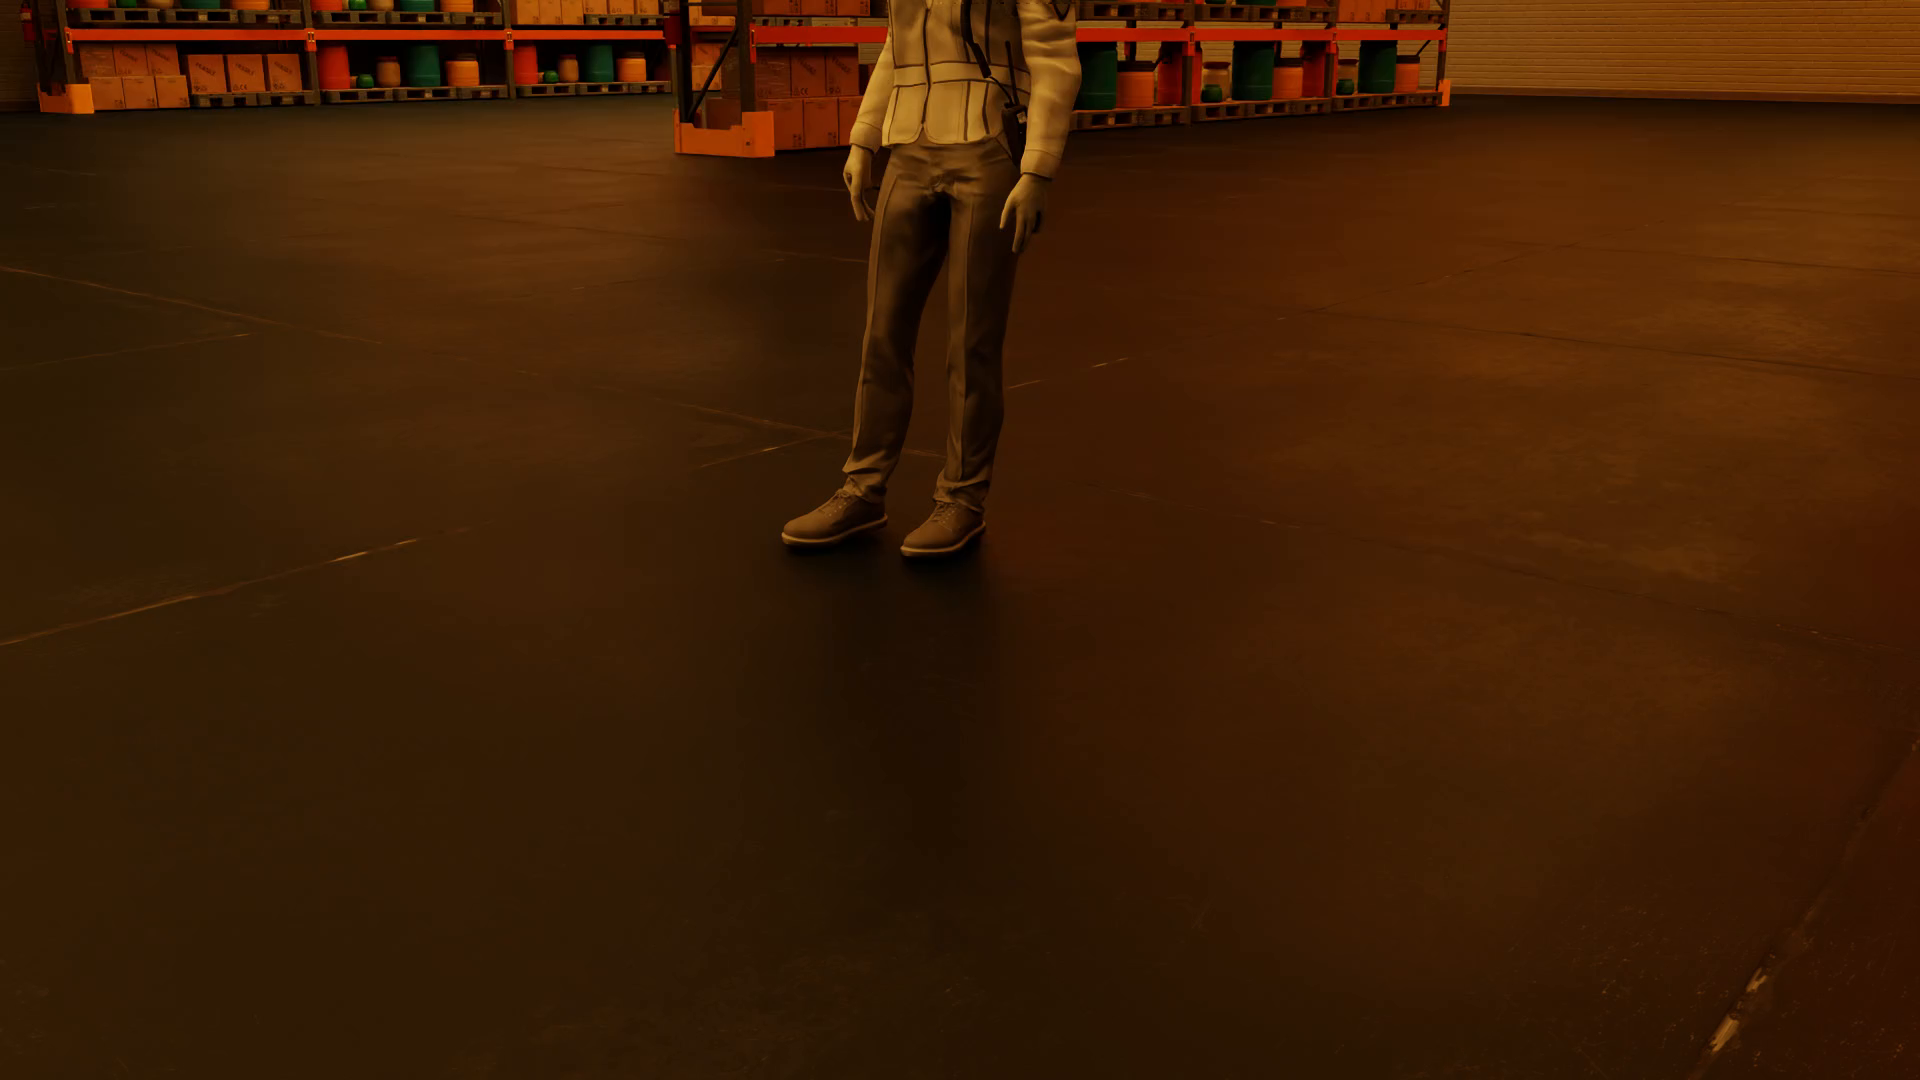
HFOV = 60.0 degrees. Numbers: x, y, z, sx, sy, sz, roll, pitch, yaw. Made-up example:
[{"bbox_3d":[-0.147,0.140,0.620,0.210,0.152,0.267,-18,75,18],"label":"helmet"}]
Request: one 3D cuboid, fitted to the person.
[{"bbox_3d":[-0.048,-0.804,3.648,0.587,1.696,0.534,13,21,37],"label":"person"}]
